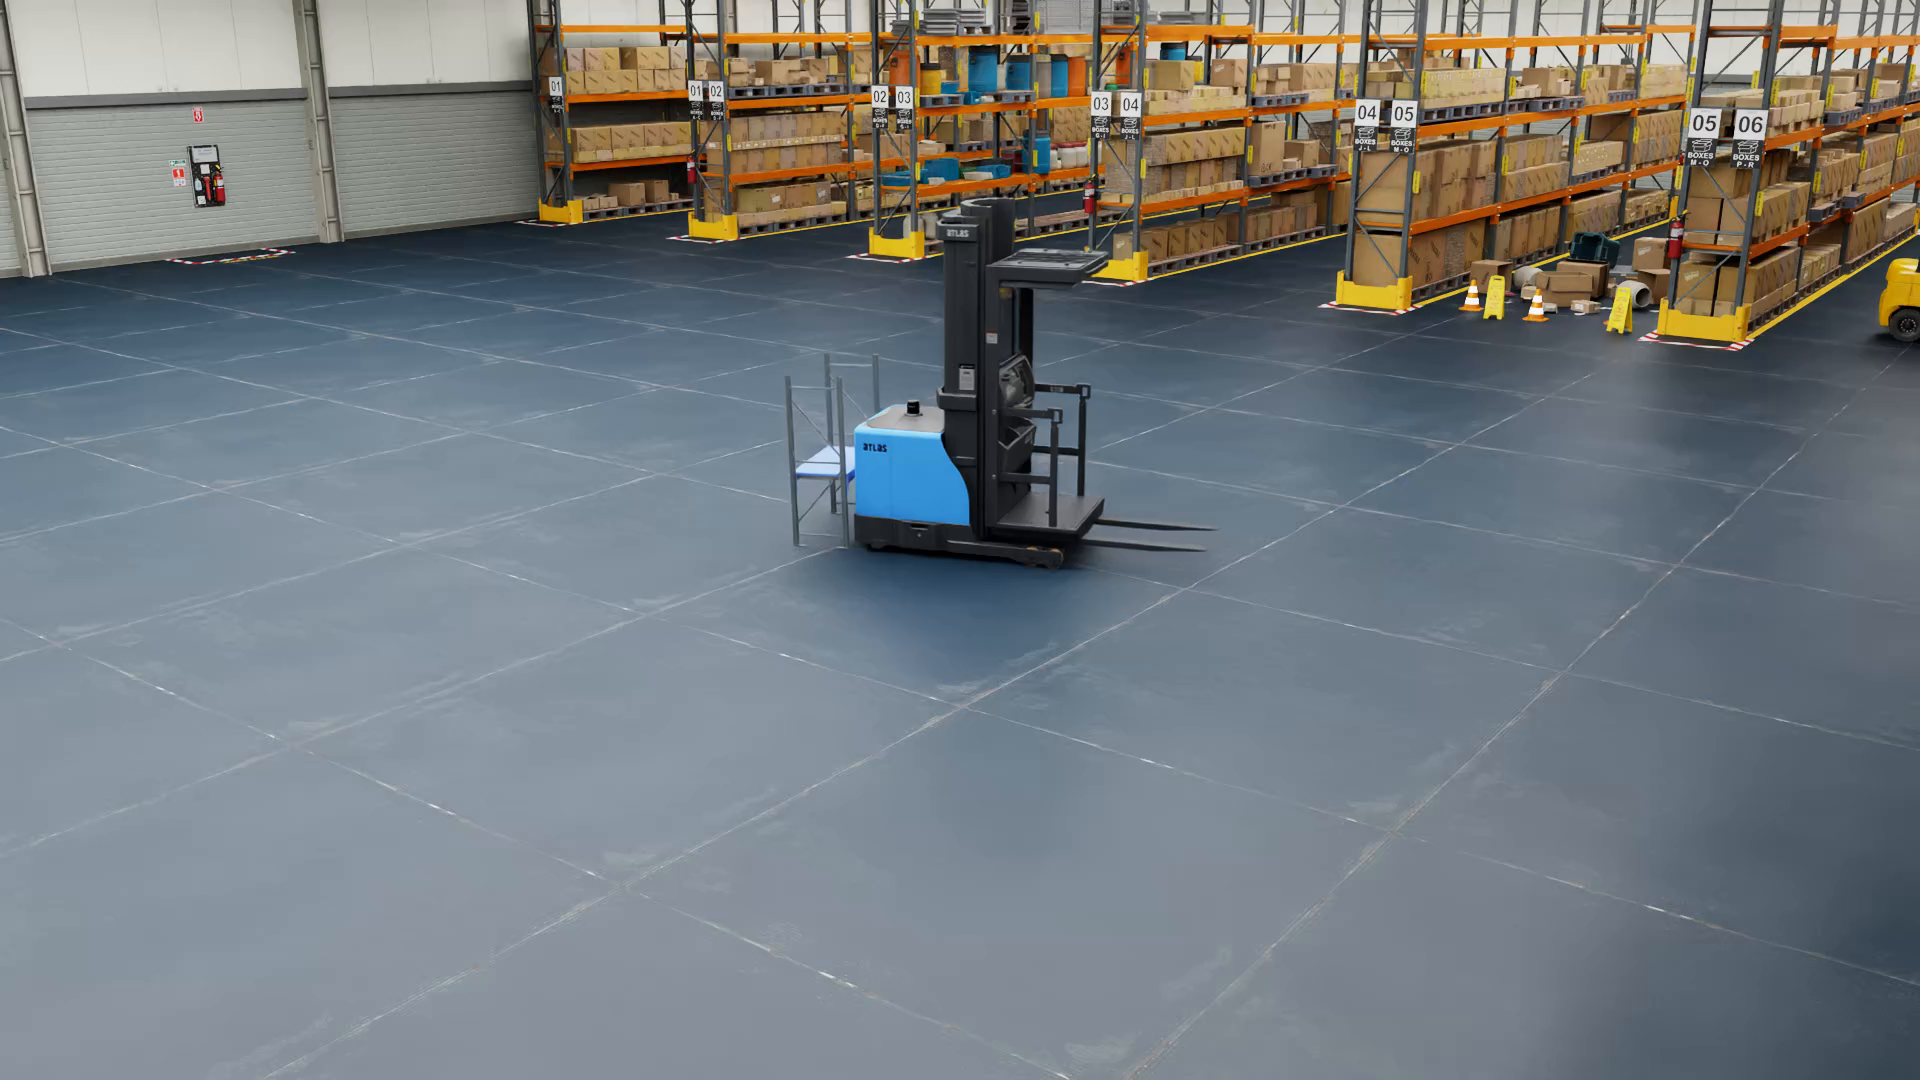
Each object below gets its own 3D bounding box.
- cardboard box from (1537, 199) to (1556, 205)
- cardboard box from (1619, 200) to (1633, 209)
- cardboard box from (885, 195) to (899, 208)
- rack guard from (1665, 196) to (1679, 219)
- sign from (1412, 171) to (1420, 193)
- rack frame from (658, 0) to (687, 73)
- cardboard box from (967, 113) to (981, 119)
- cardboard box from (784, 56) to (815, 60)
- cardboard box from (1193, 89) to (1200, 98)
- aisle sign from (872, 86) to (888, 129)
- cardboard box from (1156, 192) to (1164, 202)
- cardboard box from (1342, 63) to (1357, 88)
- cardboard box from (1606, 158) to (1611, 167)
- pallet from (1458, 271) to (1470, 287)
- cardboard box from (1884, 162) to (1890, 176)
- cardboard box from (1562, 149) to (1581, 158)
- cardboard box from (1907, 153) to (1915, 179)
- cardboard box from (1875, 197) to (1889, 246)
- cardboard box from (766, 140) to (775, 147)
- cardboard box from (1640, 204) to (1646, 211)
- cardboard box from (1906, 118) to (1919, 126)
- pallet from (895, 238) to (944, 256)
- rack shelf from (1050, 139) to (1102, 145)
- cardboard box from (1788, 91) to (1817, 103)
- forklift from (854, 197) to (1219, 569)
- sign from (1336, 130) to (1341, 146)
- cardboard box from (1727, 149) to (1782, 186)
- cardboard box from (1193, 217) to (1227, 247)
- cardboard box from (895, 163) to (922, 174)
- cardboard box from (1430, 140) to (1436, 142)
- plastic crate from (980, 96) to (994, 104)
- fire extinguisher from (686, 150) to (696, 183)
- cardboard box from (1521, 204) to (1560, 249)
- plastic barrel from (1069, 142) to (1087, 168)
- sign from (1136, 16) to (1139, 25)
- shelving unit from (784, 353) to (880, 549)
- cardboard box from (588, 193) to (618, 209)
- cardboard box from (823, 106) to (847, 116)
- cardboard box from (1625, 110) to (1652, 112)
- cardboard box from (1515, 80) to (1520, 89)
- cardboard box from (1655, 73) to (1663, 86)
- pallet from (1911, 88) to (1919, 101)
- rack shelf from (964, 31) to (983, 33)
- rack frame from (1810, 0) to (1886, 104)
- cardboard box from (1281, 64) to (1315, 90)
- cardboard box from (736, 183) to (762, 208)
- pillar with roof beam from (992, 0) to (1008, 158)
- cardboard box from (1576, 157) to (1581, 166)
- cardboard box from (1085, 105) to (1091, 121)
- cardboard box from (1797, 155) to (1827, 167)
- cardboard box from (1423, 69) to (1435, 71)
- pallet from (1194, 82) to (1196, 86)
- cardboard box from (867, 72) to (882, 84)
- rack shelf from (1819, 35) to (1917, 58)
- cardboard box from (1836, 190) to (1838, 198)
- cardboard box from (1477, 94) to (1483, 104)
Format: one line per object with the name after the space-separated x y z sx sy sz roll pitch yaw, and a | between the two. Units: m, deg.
11.619 -6.696 33.341 0.500 0.250 0.500 12 21 33 | cardboard box
14.389 -7.298 36.135 0.380 0.149 0.250 14 22 37 | cardboard box
-1.786 -8.006 39.246 0.500 0.250 0.500 12 21 33 | cardboard box
16.144 -7.815 38.919 1.175 0.500 0.348 12 21 35 | rack guard
7.098 -5.568 25.874 0.100 0.325 0.005 12 21 35 | sign
-6.818 -12.560 39.869 1.000 3.000 0.127 12 21 35 | rack frame
0.036 -12.573 49.521 0.980 0.700 0.700 14 22 37 | cardboard box
-4.198 -12.462 43.699 0.700 0.500 0.500 11 20 30 | cardboard box
4.142 -8.129 30.237 0.380 0.149 0.250 11 21 33 | cardboard box
-1.527 -8.269 31.781 0.394 0.787 0.004 12 21 35 | aisle sign
3.419 -6.135 29.719 0.380 0.149 0.250 12 21 35 | cardboard box
8.248 -10.082 36.069 0.500 0.500 0.500 14 22 38 | cardboard box
13.274 -7.845 34.514 0.380 0.149 0.250 11 20 32 | cardboard box
8.523 -4.670 29.277 1.003 0.211 1.213 12 21 35 | pallet
17.482 -7.122 31.883 0.500 0.250 0.500 13 22 36 | cardboard box
12.011 -7.626 32.809 0.380 0.149 0.250 12 21 33 | cardboard box
19.243 -7.696 34.152 0.500 0.500 0.500 13 22 36 | cardboard box
17.536 -6.248 32.531 0.875 0.875 0.875 13 22 36 | cardboard box
-4.201 -8.527 35.735 0.380 0.149 0.250 12 21 33 | cardboard box
15.021 -7.400 36.964 0.380 0.149 0.250 12 21 34 | cardboard box
19.770 -8.697 34.595 0.380 0.149 0.250 13 21 36 | cardboard box
-0.749 -5.879 33.172 1.003 0.211 1.213 12 21 35 | pallet
3.121 -10.859 45.719 1.077 0.370 4.000 12 21 35 | rack shelf
12.692 -6.691 25.105 0.380 0.149 0.250 13 22 36 | cardboard box
0.664 -1.331 13.941 3.031 2.935 1.130 5 18 17 | forklift
7.941 -8.443 34.909 0.100 0.325 0.005 12 21 35 | sign
12.316 -5.801 25.863 0.700 0.500 0.500 13 21 35 | cardboard box
4.845 -5.988 32.327 0.500 0.500 0.500 12 21 33 | cardboard box
-1.524 -10.767 47.718 0.700 0.500 0.500 13 21 35 | cardboard box
10.977 -9.353 39.407 0.500 0.250 0.500 13 22 36 | cardboard box
0.506 -8.797 33.254 0.243 0.136 0.396 12 21 35 | plastic crate
-5.665 -7.885 35.060 0.296 0.674 0.183 12 21 35 | fire extinguisher
10.987 -6.118 32.326 1.050 0.750 0.750 12 21 34 | cardboard box
2.579 -8.476 36.604 0.433 0.535 0.433 0 17 0 | plastic barrel
3.967 -11.513 37.039 0.100 0.325 0.005 12 21 35 | sign
-1.088 -0.803 14.634 0.538 1.500 1.048 3 17 14 | shelving unit
-8.377 -7.953 38.941 0.500 0.311 0.500 15 22 39 | cardboard box
-3.343 -11.516 44.653 0.500 0.250 0.500 13 21 35 | cardboard box
15.413 -9.513 37.815 0.500 0.500 0.500 13 22 36 | cardboard box
9.907 -8.263 30.363 0.500 0.311 0.500 12 21 33 | cardboard box
14.897 -9.981 36.032 0.500 0.250 0.500 13 21 36 | cardboard box
19.065 -9.096 33.921 1.003 0.211 1.213 12 21 35 | pallet
-0.860 -14.407 47.704 1.077 0.370 4.000 12 21 35 | rack shelf
15.458 -9.136 28.842 1.000 3.000 0.127 12 21 35 | rack frame
6.812 -9.344 33.558 0.500 0.500 0.500 13 21 36 | cardboard box
-4.557 -7.535 36.465 0.500 0.500 0.500 12 21 35 | cardboard box
4.703 -15.453 49.186 9.100 9.000 0.400 12 21 35 | pillar with roof beam
12.032 -7.489 32.867 0.380 0.149 0.250 14 22 37 | cardboard box
3.356 -11.682 45.303 0.500 0.500 0.500 13 22 36 | cardboard box
13.639 -6.068 26.605 0.380 0.149 0.250 12 21 34 | cardboard box
7.643 -7.721 27.547 0.380 0.149 0.250 12 21 34 | cardboard box
4.843 -10.718 39.311 1.003 0.211 1.213 12 21 35 | pallet
-2.138 -10.658 38.347 0.500 0.250 0.500 10 20 29 | cardboard box
16.650 -9.078 30.542 1.077 0.370 4.000 12 21 35 | rack shelf
14.592 -5.849 28.087 0.380 0.149 0.250 12 21 33 | cardboard box
8.474 -7.344 27.678 0.380 0.149 0.250 13 21 36 | cardboard box
